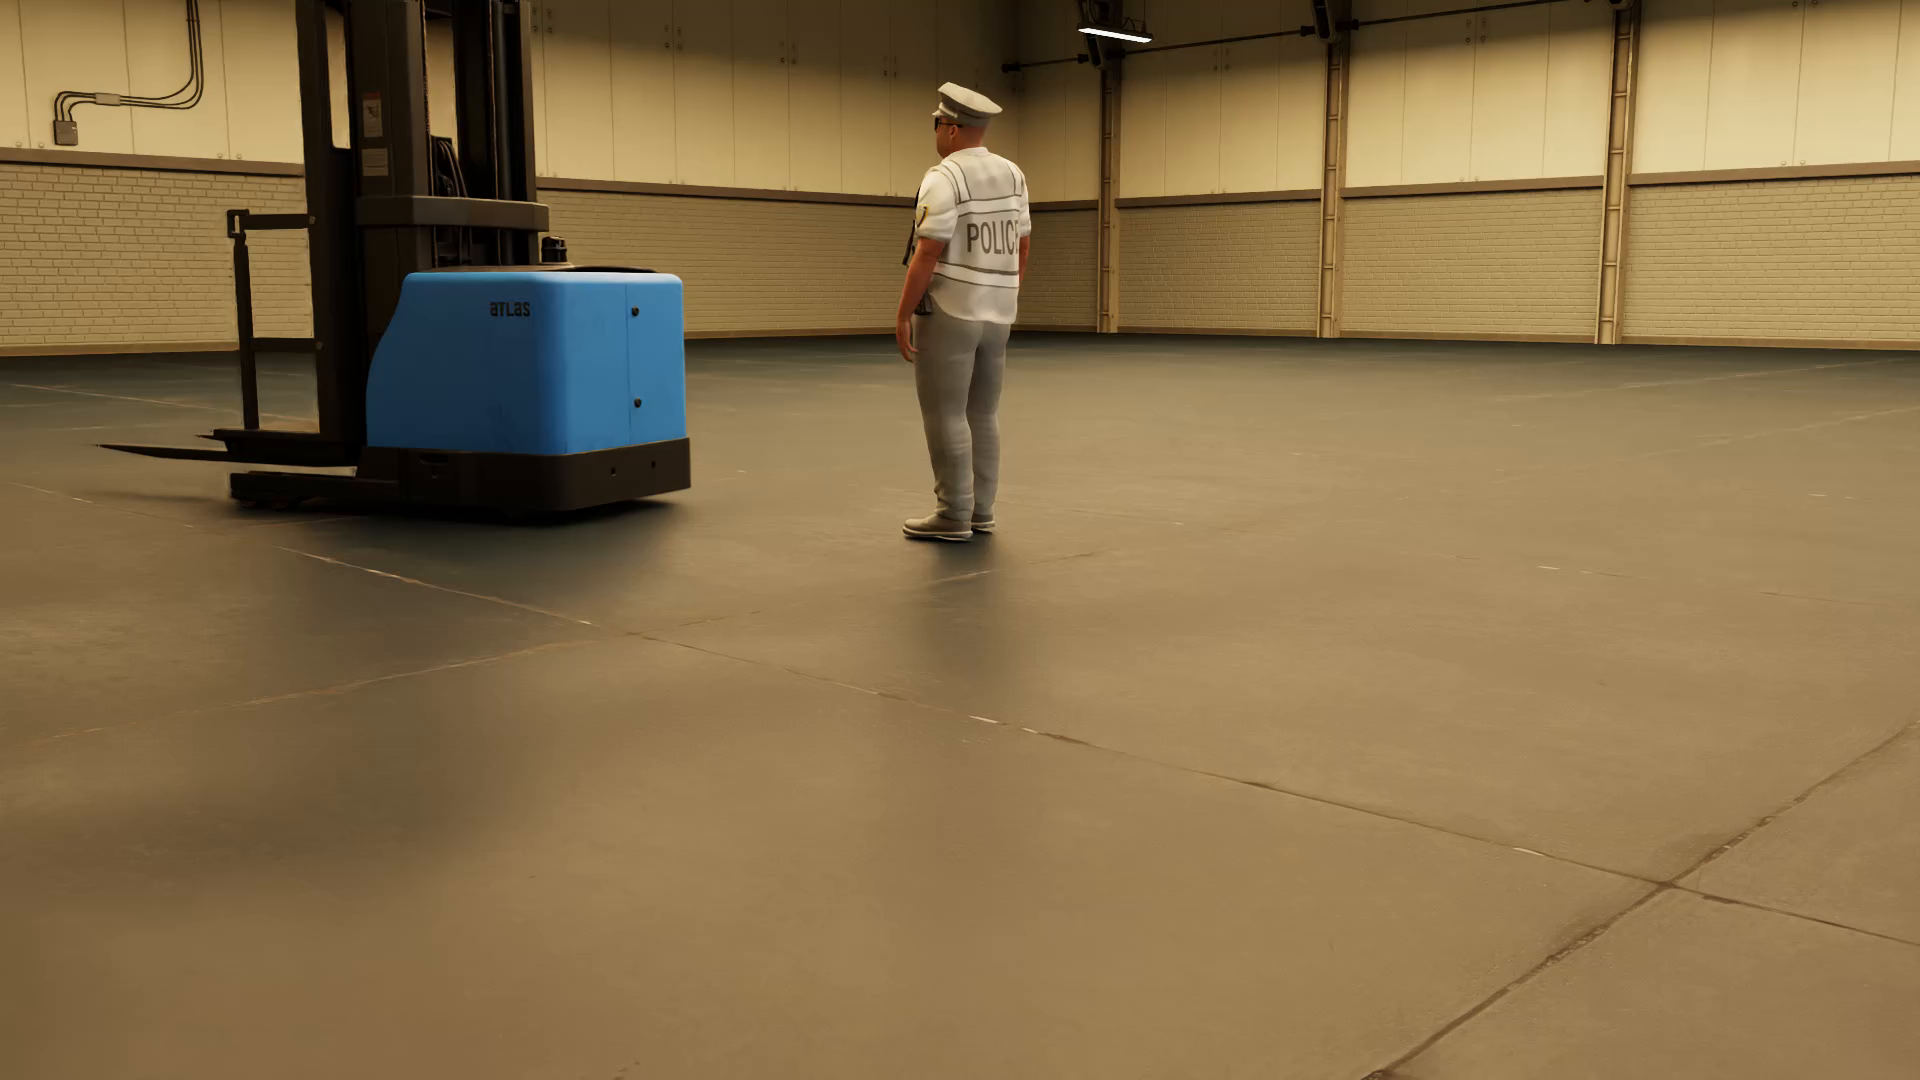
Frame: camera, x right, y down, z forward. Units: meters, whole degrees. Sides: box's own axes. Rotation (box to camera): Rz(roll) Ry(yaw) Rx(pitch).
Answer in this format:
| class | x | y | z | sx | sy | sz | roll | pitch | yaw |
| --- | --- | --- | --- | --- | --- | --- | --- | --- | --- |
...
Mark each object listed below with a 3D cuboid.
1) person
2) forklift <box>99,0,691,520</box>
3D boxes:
| class | x | y | z | sx | sy | sz | roll | pitch | yaw |
| --- | --- | --- | --- | --- | --- | --- | --- | --- | --- |
| person | -0.048 | -0.899 | 6.645 | 0.574 | 1.781 | 0.641 | 8 | 12 | 43 |
| forklift | -2.836 | -1.658 | 7.883 | 3.031 | 2.935 | 1.130 | 4 | 9 | 25 |
